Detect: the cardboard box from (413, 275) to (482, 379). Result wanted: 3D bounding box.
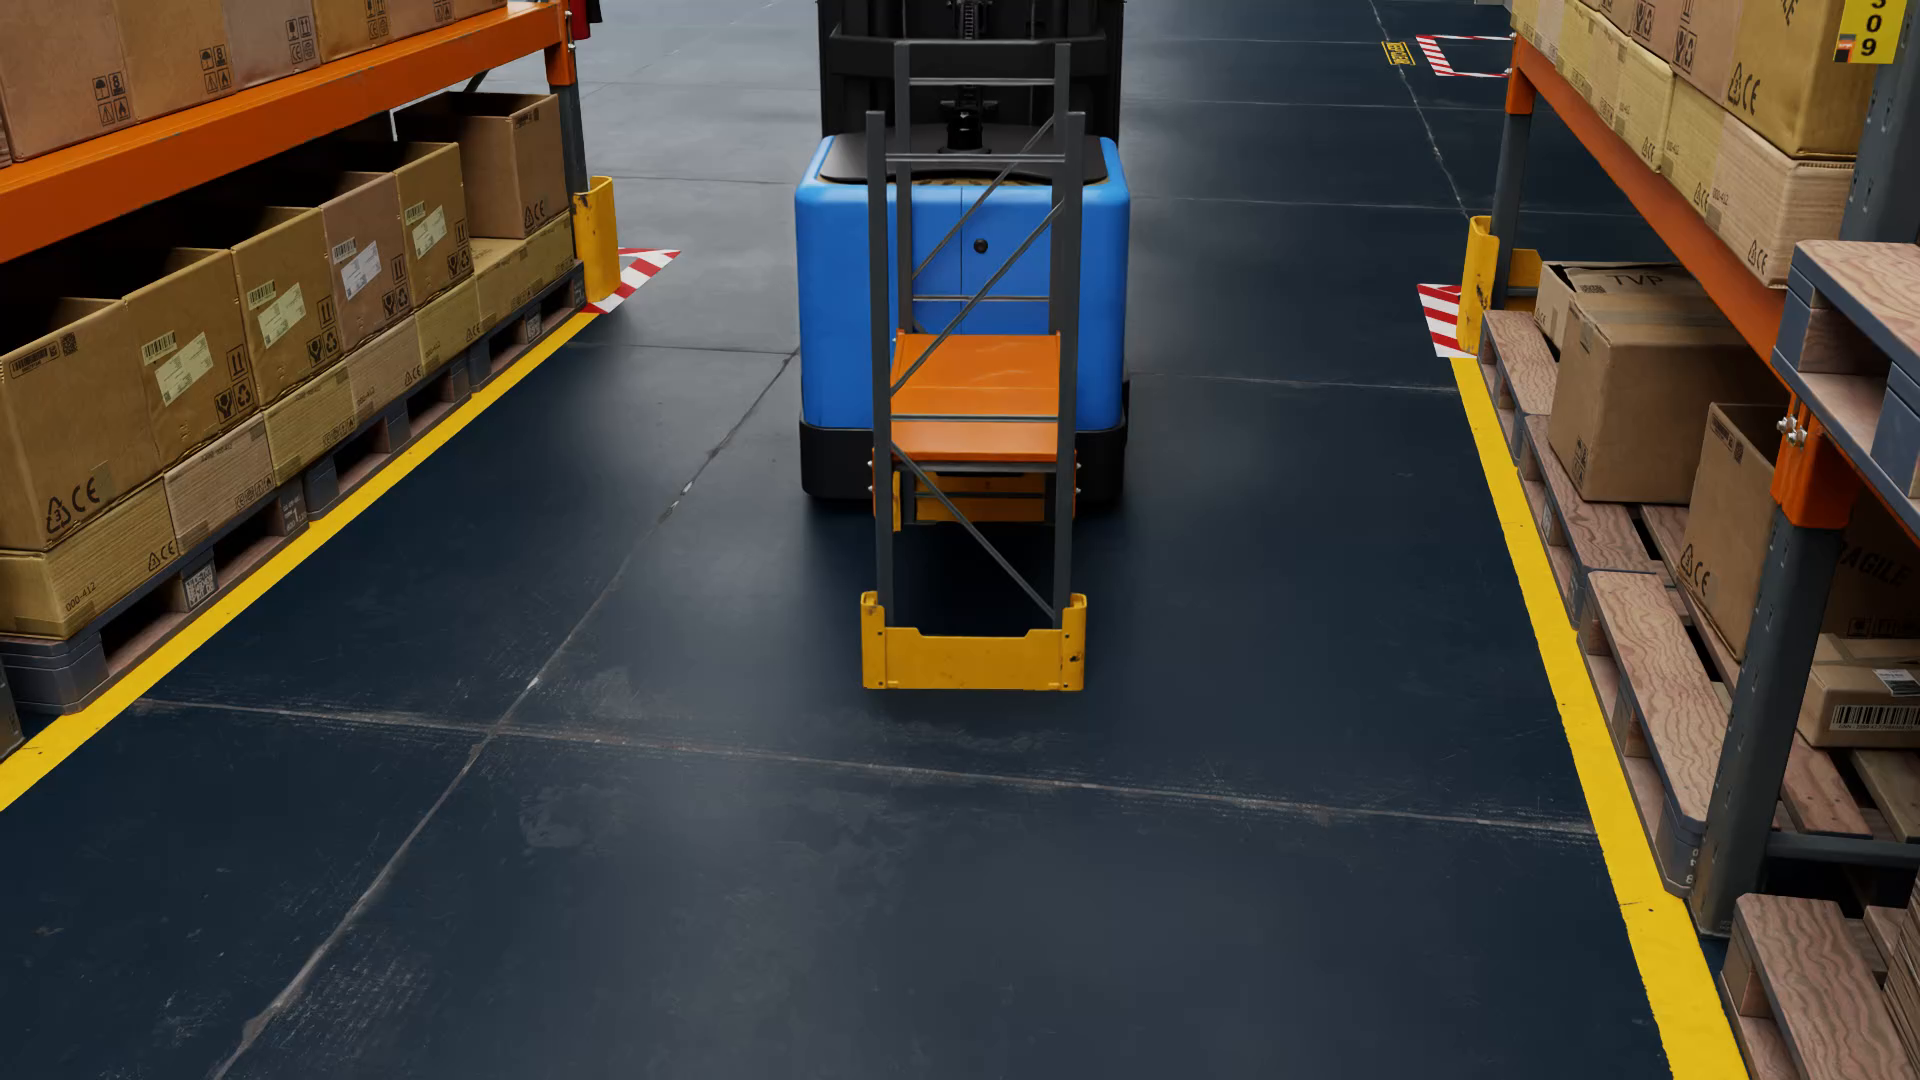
[{"bbox_3d":[-2.133,-0.813,6.196,0.500,0.250,0.500,4,25,9],"label":"cardboard box"}]

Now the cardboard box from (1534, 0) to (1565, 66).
[{"bbox_3d":[2.237,-1.731,5.563,0.500,0.250,0.500,3,25,7],"label":"cardboard box"}]

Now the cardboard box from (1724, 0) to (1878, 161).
[{"bbox_3d":[1.819,-1.017,3.154,0.500,0.500,0.500,4,25,8],"label":"cardboard box"}]

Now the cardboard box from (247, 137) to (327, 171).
[{"bbox_3d":[-2.643,-1.188,6.114,0.500,0.500,0.500,4,25,9],"label":"cardboard box"}]

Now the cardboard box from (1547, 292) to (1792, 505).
[{"bbox_3d":[2.237,-0.432,5.065,0.700,0.500,0.500,2,25,5],"label":"cardboard box"}]

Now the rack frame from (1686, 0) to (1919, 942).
[{"bbox_3d":[2.047,-0.517,2.817,1.000,3.000,0.127,4,25,9],"label":"rack frame"}]

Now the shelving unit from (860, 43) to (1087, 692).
[{"bbox_3d":[0.049,-0.509,4.568,0.587,1.500,1.083,1,25,1],"label":"shelving unit"}]

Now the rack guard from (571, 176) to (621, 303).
[{"bbox_3d":[-2.183,-1.410,7.672,1.175,0.500,0.348,4,25,9],"label":"rack guard"}]

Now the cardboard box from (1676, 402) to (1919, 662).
[{"bbox_3d":[2.177,-0.021,4.187,0.500,0.500,0.500,2,25,5],"label":"cardboard box"}]

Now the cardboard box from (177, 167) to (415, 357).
[{"bbox_3d":[-2.213,-0.943,5.590,0.500,0.500,0.500,4,25,9],"label":"cardboard box"}]

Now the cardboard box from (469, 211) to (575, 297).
[{"bbox_3d":[-1.983,-1.232,7.092,0.500,0.250,0.500,4,25,9],"label":"cardboard box"}]

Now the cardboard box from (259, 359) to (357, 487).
[{"bbox_3d":[-2.292,-0.394,5.302,0.500,0.250,0.500,4,25,9],"label":"cardboard box"}]

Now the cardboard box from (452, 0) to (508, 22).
[{"bbox_3d":[-2.276,-2.383,6.685,0.700,0.500,0.500,4,25,9],"label":"cardboard box"}]

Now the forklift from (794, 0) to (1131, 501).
[{"bbox_3d":[0.045,-2.032,6.134,1.130,2.935,3.031,1,25,1],"label":"forklift"}]

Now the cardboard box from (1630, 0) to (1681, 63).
[{"bbox_3d":[1.988,-1.436,4.049,0.500,0.500,0.500,3,25,7],"label":"cardboard box"}]

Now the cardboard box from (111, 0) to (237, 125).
[{"bbox_3d":[-2.609,-1.521,4.843,0.700,0.500,0.500,4,25,9],"label":"cardboard box"}]

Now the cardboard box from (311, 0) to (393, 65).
[{"bbox_3d":[-2.444,-1.956,5.772,0.700,0.500,0.500,4,25,9],"label":"cardboard box"}]

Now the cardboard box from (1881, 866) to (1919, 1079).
[{"bbox_3d":[1.943,0.725,2.593,0.700,0.500,0.500,5,26,10],"label":"cardboard box"}]

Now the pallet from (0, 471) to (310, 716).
[{"bbox_3d":[-2.669,0.074,4.842,1.003,0.211,1.213,4,25,9],"label":"pallet"}]

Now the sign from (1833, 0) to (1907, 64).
[{"bbox_3d":[1.511,-0.944,2.707,0.100,0.325,0.005,4,25,9],"label":"sign"}]

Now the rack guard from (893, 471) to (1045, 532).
[{"bbox_3d":[0.062,-0.154,5.284,0.587,0.250,0.087,1,25,1],"label":"rack guard"}]

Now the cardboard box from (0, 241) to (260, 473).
[{"bbox_3d":[-2.382,-0.525,4.698,0.500,0.500,0.500,4,25,9],"label":"cardboard box"}]

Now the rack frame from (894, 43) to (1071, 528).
[{"bbox_3d":[0.063,-0.728,5.037,0.500,1.500,0.032,1,25,1],"label":"rack frame"}]

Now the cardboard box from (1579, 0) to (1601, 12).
[{"bbox_3d":[2.145,-1.871,4.977,0.500,0.500,0.500,3,25,7],"label":"cardboard box"}]

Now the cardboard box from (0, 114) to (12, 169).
[{"bbox_3d":[-2.774,-1.090,3.923,0.700,0.500,0.500,3,25,7],"label":"cardboard box"}]

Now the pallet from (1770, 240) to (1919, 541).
[{"bbox_3d":[1.779,-0.121,2.196,1.003,0.211,1.213,4,25,9],"label":"pallet"}]

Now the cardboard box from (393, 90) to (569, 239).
[{"bbox_3d":[-1.981,-1.572,6.933,0.500,0.500,0.500,4,25,9],"label":"cardboard box"}]

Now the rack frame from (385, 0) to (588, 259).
[{"bbox_3d":[-2.187,-2.532,7.121,1.000,3.000,0.127,4,25,9],"label":"rack frame"}]

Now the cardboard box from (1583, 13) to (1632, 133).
[{"bbox_3d":[2.063,-1.307,4.658,0.500,0.250,0.500,4,25,9],"label":"cardboard box"}]

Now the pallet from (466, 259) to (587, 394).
[{"bbox_3d":[-2.271,-0.946,7.023,1.003,0.211,1.213,4,25,9],"label":"pallet"}]

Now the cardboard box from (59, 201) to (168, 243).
[{"bbox_3d":[-2.809,-0.770,5.221,0.500,0.500,0.500,4,25,9],"label":"cardboard box"}]

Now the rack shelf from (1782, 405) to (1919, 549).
[{"bbox_3d":[1.720,0.645,1.182,1.077,0.370,4.000,4,25,9],"label":"rack shelf"}]

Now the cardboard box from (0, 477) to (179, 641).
[{"bbox_3d":[-2.466,0.023,4.410,0.500,0.250,0.500,4,25,9],"label":"cardboard box"}]

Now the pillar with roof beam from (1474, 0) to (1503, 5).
[{"bbox_3d":[1.154,-9.872,15.725,9.100,9.000,0.400,4,25,9],"label":"pillar with roof beam"}]

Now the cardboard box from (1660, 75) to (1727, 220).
[{"bbox_3d":[1.915,-0.885,3.757,0.500,0.250,0.500,4,25,9],"label":"cardboard box"}]

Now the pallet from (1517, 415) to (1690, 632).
[{"bbox_3d":[2.319,-0.049,5.107,1.003,0.211,1.213,4,25,9],"label":"pallet"}]
